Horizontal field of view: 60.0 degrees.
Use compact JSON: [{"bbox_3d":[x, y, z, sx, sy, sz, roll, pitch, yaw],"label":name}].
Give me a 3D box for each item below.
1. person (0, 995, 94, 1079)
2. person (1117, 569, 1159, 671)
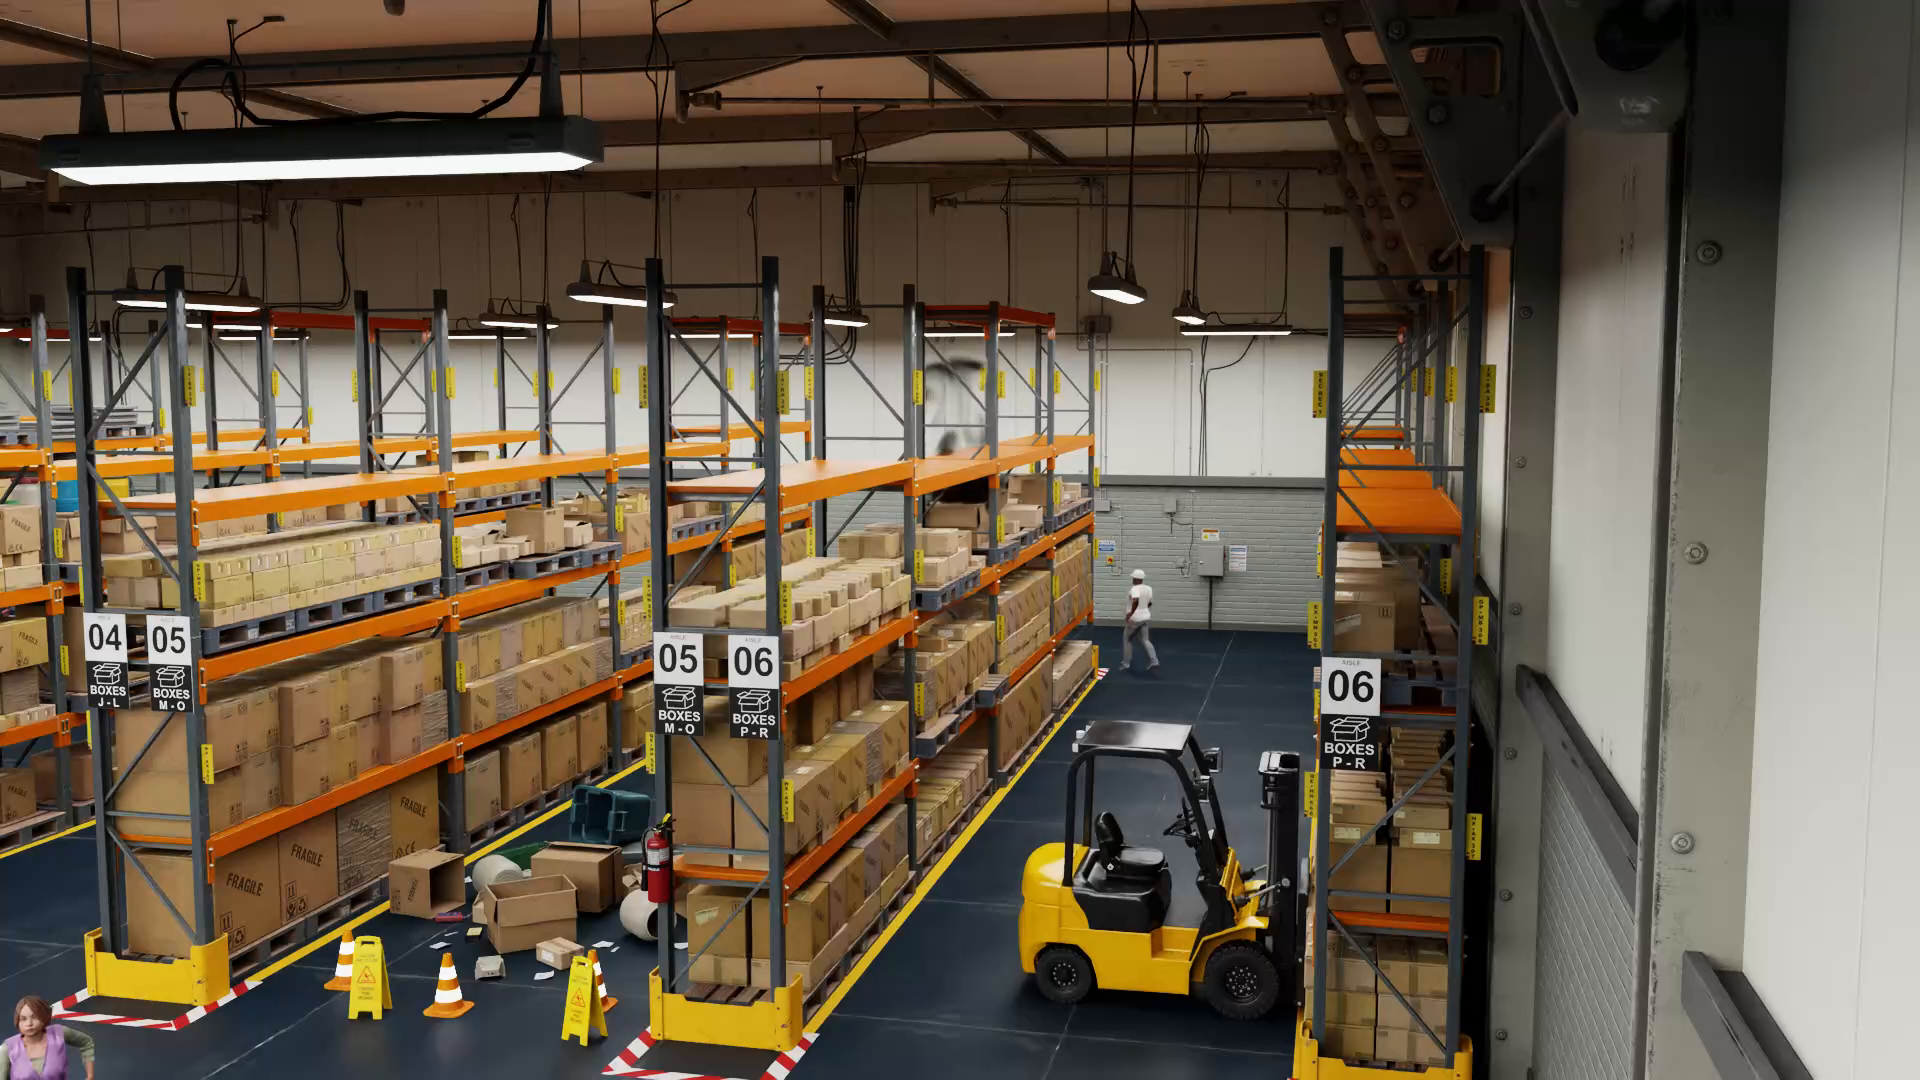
[{"bbox_3d":[-5.311,3.401,9.647,0.545,1.632,0.837,-3,6,-27],"label":"person"},{"bbox_3d":[3.073,1.402,28.434,0.680,1.806,0.924,-4,7,-35],"label":"person"}]
